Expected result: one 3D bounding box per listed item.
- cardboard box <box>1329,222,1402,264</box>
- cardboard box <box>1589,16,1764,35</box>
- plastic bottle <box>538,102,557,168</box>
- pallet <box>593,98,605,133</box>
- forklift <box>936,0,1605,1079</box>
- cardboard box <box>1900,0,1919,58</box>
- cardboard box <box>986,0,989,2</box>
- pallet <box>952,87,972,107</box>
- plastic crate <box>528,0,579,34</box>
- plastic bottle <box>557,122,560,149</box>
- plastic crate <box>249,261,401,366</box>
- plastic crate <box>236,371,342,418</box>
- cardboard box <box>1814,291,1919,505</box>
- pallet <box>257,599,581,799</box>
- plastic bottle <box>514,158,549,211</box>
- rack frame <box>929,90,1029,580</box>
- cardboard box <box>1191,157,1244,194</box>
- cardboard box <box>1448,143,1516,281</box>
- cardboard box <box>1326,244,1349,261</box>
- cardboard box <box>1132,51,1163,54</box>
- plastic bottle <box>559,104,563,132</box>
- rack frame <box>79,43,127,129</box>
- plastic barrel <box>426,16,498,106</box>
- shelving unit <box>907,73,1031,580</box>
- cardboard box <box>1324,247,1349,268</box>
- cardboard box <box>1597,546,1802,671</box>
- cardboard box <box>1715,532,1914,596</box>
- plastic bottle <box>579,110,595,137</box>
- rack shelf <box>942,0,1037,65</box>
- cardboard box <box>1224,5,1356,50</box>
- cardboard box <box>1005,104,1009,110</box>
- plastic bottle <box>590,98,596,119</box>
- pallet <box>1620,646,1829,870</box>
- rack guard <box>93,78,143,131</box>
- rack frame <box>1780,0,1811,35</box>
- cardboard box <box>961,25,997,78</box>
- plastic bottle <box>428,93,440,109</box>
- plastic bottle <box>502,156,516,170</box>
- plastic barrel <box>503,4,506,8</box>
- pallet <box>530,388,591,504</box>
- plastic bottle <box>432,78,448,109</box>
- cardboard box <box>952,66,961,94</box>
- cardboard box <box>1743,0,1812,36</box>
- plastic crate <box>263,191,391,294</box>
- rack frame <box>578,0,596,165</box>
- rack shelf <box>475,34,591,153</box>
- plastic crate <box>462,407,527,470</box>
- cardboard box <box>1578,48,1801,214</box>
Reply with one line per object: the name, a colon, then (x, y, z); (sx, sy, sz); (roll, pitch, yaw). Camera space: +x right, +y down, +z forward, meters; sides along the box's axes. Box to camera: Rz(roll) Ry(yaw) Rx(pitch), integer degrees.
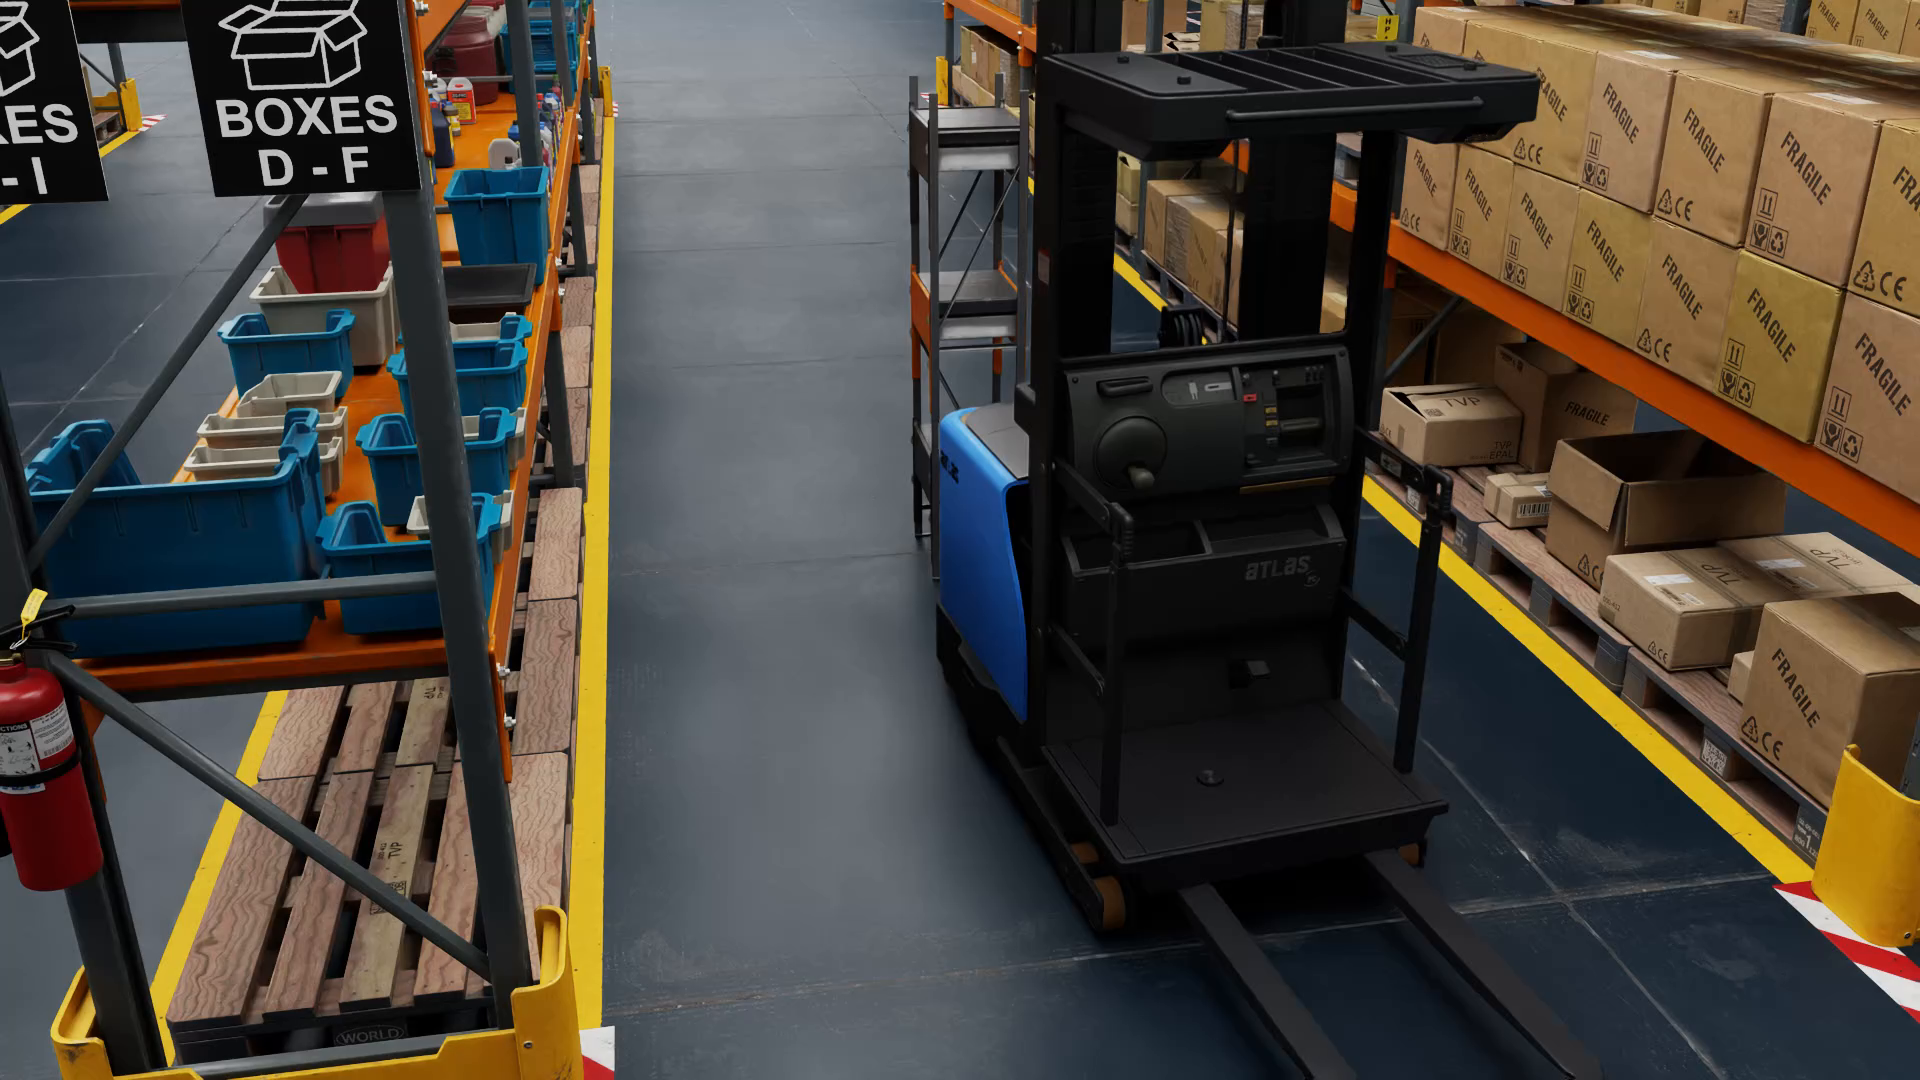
cardboard box: (2.508, -1.809, 9.780); (0.500, 0.250, 0.500); (-4, 24, -10)
cardboard box: (2.988, -1.930, 7.048); (0.500, 0.500, 0.500); (-5, 24, -11)
plastic bottle: (-2.313, -2.225, 9.158); (0.144, 0.351, 0.185); (-4, 24, -10)
pallet: (-4.339, -4.538, 17.877); (1.003, 0.211, 1.213); (-4, 24, -10)
forklift: (0.833, -0.337, 4.861); (1.130, 2.935, 3.031); (-7, 25, -16)
cardboard box: (6.688, -3.328, 11.101); (0.500, 0.500, 0.500); (-4, 24, -10)
cardboard box: (0.586, -5.987, 17.585); (0.700, 0.500, 0.500); (-4, 24, -9)
pallet: (0.507, -4.952, 18.824); (1.003, 0.211, 1.213); (-4, 24, -10)
plastic crate: (-3.295, -4.171, 13.572); (0.392, 0.384, 0.575); (-4, 24, -10)
plastic bottle: (-2.399, -2.391, 9.726); (0.097, 0.201, 0.097); (0, 24, 0)
plastic crate: (-2.224, -0.801, 5.910); (0.437, 0.282, 0.530); (-4, 24, -10)
plastic crate: (-2.103, -0.421, 5.220); (0.298, 0.136, 0.250); (-4, 24, -10)
cardboard box: (2.932, -0.436, 4.875); (0.500, 0.500, 0.500); (-4, 24, -8)
pallet: (-1.923, 0.603, 6.106); (1.003, 0.211, 1.213); (-4, 24, -10)
plastic bottle: (-2.104, -1.740, 8.140); (0.152, 0.276, 0.135); (-4, 24, -10)
rack frame: (0.076, -0.801, 6.961); (0.400, 2.100, 0.015); (-4, 24, -10)
cardboard box: (1.995, -2.798, 12.618); (0.500, 0.311, 0.500); (-4, 24, -8)
cardboard box: (2.467, -1.431, 7.155); (0.500, 0.500, 0.500); (-4, 24, -9)
cardboard box: (2.498, -1.478, 9.960); (0.500, 0.500, 0.500); (-4, 24, -9)
cardboard box: (1.365, -3.599, 12.556); (0.380, 0.149, 0.250); (-4, 24, -10)
plastic bottle: (-2.507, -2.621, 10.252); (0.097, 0.201, 0.097); (0, 24, 0)
rack frame: (-9.412, -5.796, 17.272); (1.000, 3.000, 0.127); (-4, 24, -10)
plastic barrel: (-3.449, -3.238, 11.246); (0.600, 0.536, 0.708); (-4, 24, -10)
shelving unit: (0.031, -0.897, 7.181); (0.431, 2.100, 0.503); (-4, 24, -10)
cardboard box: (1.995, -1.429, 9.847); (0.500, 0.500, 0.500); (-4, 24, -9)
cardboard box: (2.794, 0.253, 6.309); (0.500, 0.250, 0.500); (-4, 24, -10)
cardboard box: (3.276, 0.196, 6.439); (0.500, 0.250, 0.500); (-4, 24, -10)
plastic bottle: (-3.581, -3.999, 15.919); (0.144, 0.351, 0.185); (-5, 24, -12)
rack shelf: (0.694, -5.411, 17.291); (1.077, 0.370, 4.000); (-4, 24, -10)
cardboard box: (2.012, -3.006, 10.235); (0.700, 0.500, 0.500); (0, 24, 0)
cardboard box: (0.680, -4.250, 16.644); (0.500, 0.250, 0.500); (-4, 24, -10)
plastic bottle: (-3.754, -4.325, 16.758); (0.152, 0.276, 0.135); (-4, 24, -9)
pallet: (3.120, 0.701, 5.883); (1.003, 0.211, 1.213); (-4, 24, -10)
rack guard: (-9.398, -4.620, 17.704); (1.175, 0.500, 0.348); (-4, 24, -10)
rack frame: (6.671, -3.749, 12.586); (1.000, 3.000, 0.127); (-4, 24, -10)
cardboard box: (0.299, -5.380, 18.293); (0.500, 0.500, 0.500); (-4, 24, -10)
plastic bottle: (-3.163, -2.537, 9.973); (0.097, 0.271, 0.097); (0, 24, 0)
plastic bottle: (-2.080, -1.598, 7.723); (0.144, 0.351, 0.185); (-4, 24, -10)
plastic barrel: (-3.844, -4.259, 13.583); (0.433, 0.535, 0.433); (0, 24, 0)
pallet: (-2.427, -0.471, 8.565); (1.003, 0.211, 1.213); (-4, 24, -10)
plastic bottle: (-3.303, -2.765, 10.487); (0.152, 0.276, 0.135); (-4, 24, -10)
cardboard box: (0.205, -5.232, 18.893); (0.500, 0.250, 0.500); (-4, 24, -10)
cardboard box: (6.574, -4.180, 12.899); (0.700, 0.500, 0.500); (-7, 25, -16)
plastic crate: (-2.407, -1.129, 6.433); (0.402, 0.464, 0.583); (-4, 24, -10)
rack frame: (-3.805, -4.589, 14.509); (1.000, 3.000, 0.127); (-4, 24, -10)
rack shelf: (-3.435, -3.473, 12.852); (1.077, 0.370, 4.000); (-4, 24, -10)
plastic crate: (-1.411, -0.296, 4.935); (0.250, 0.136, 0.298); (-4, 24, -10)
cardboard box: (2.640, -1.497, 6.056); (0.500, 0.500, 0.500); (-4, 24, -8)
